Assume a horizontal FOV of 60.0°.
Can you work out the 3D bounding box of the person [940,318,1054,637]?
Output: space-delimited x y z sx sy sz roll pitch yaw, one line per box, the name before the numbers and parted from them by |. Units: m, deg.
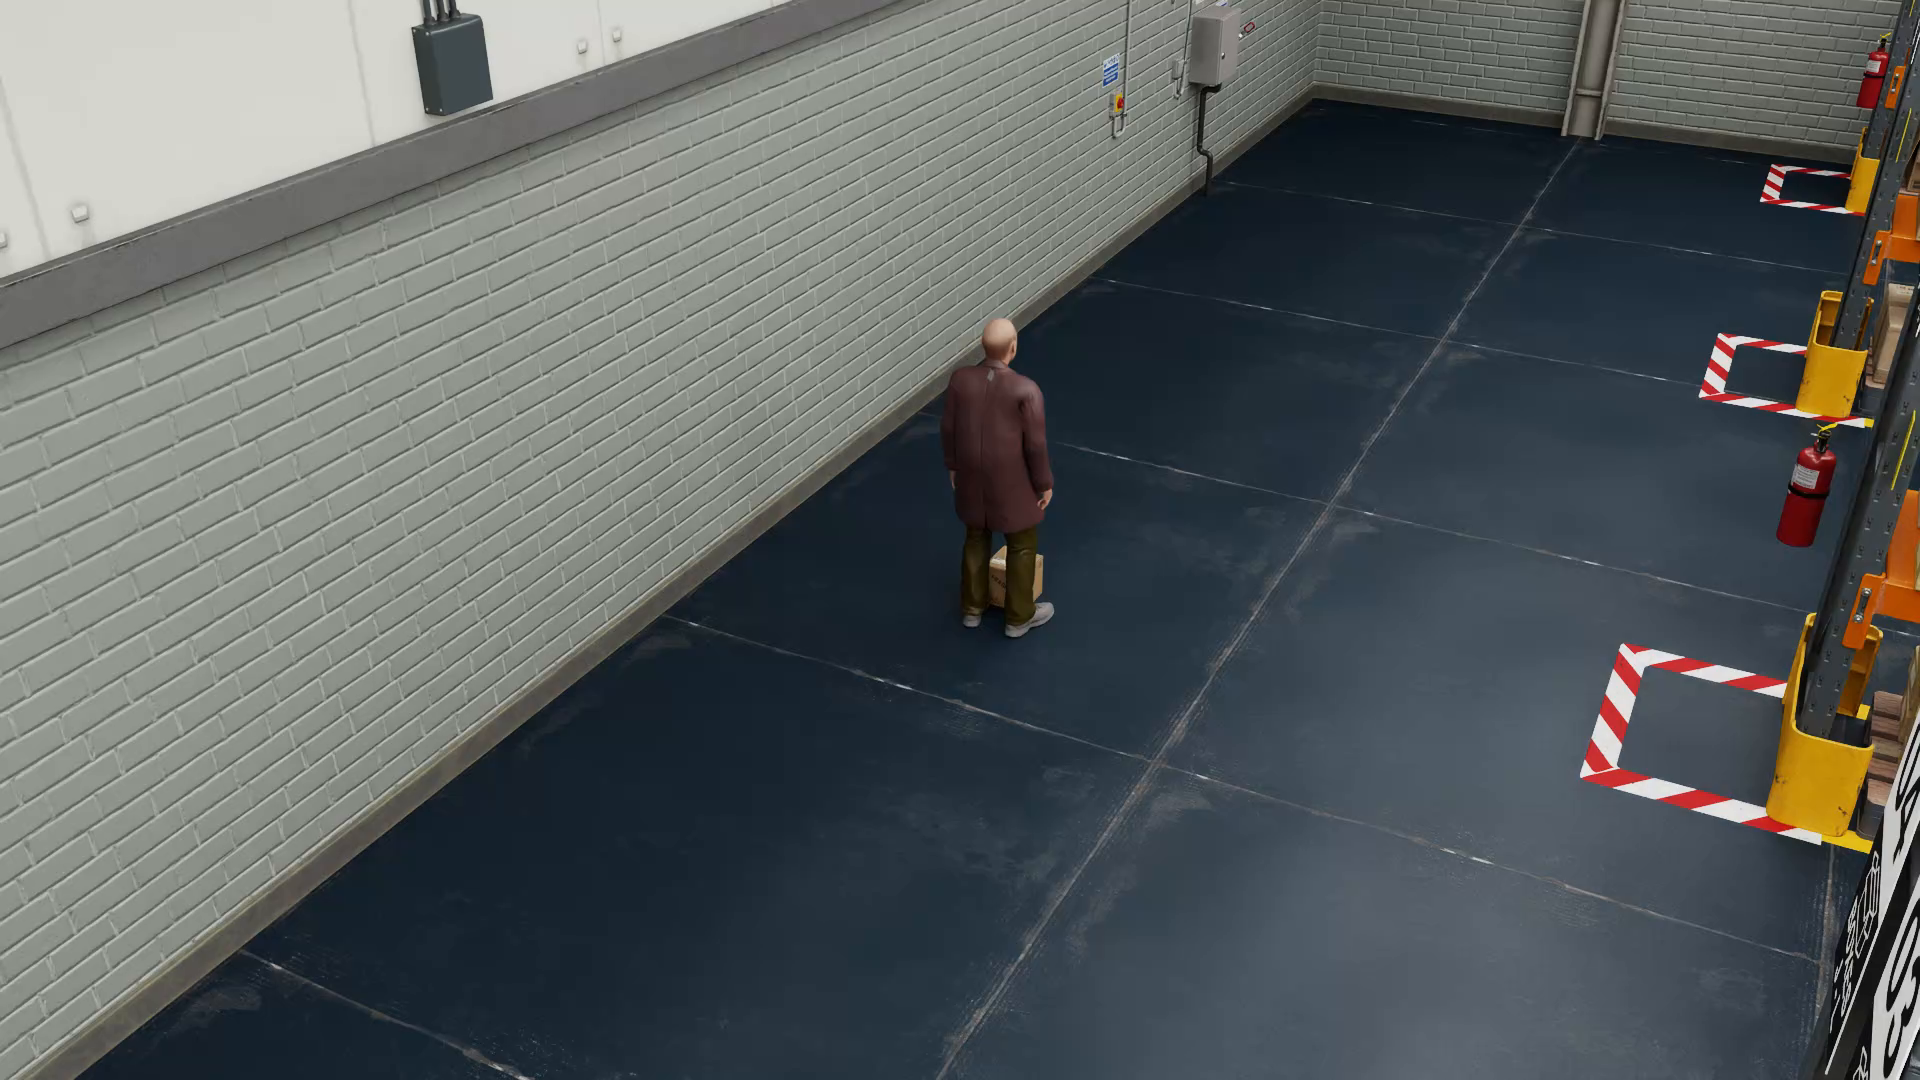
person | 0.203 -0.334 8.898 0.642 1.774 0.409 14 33 23
